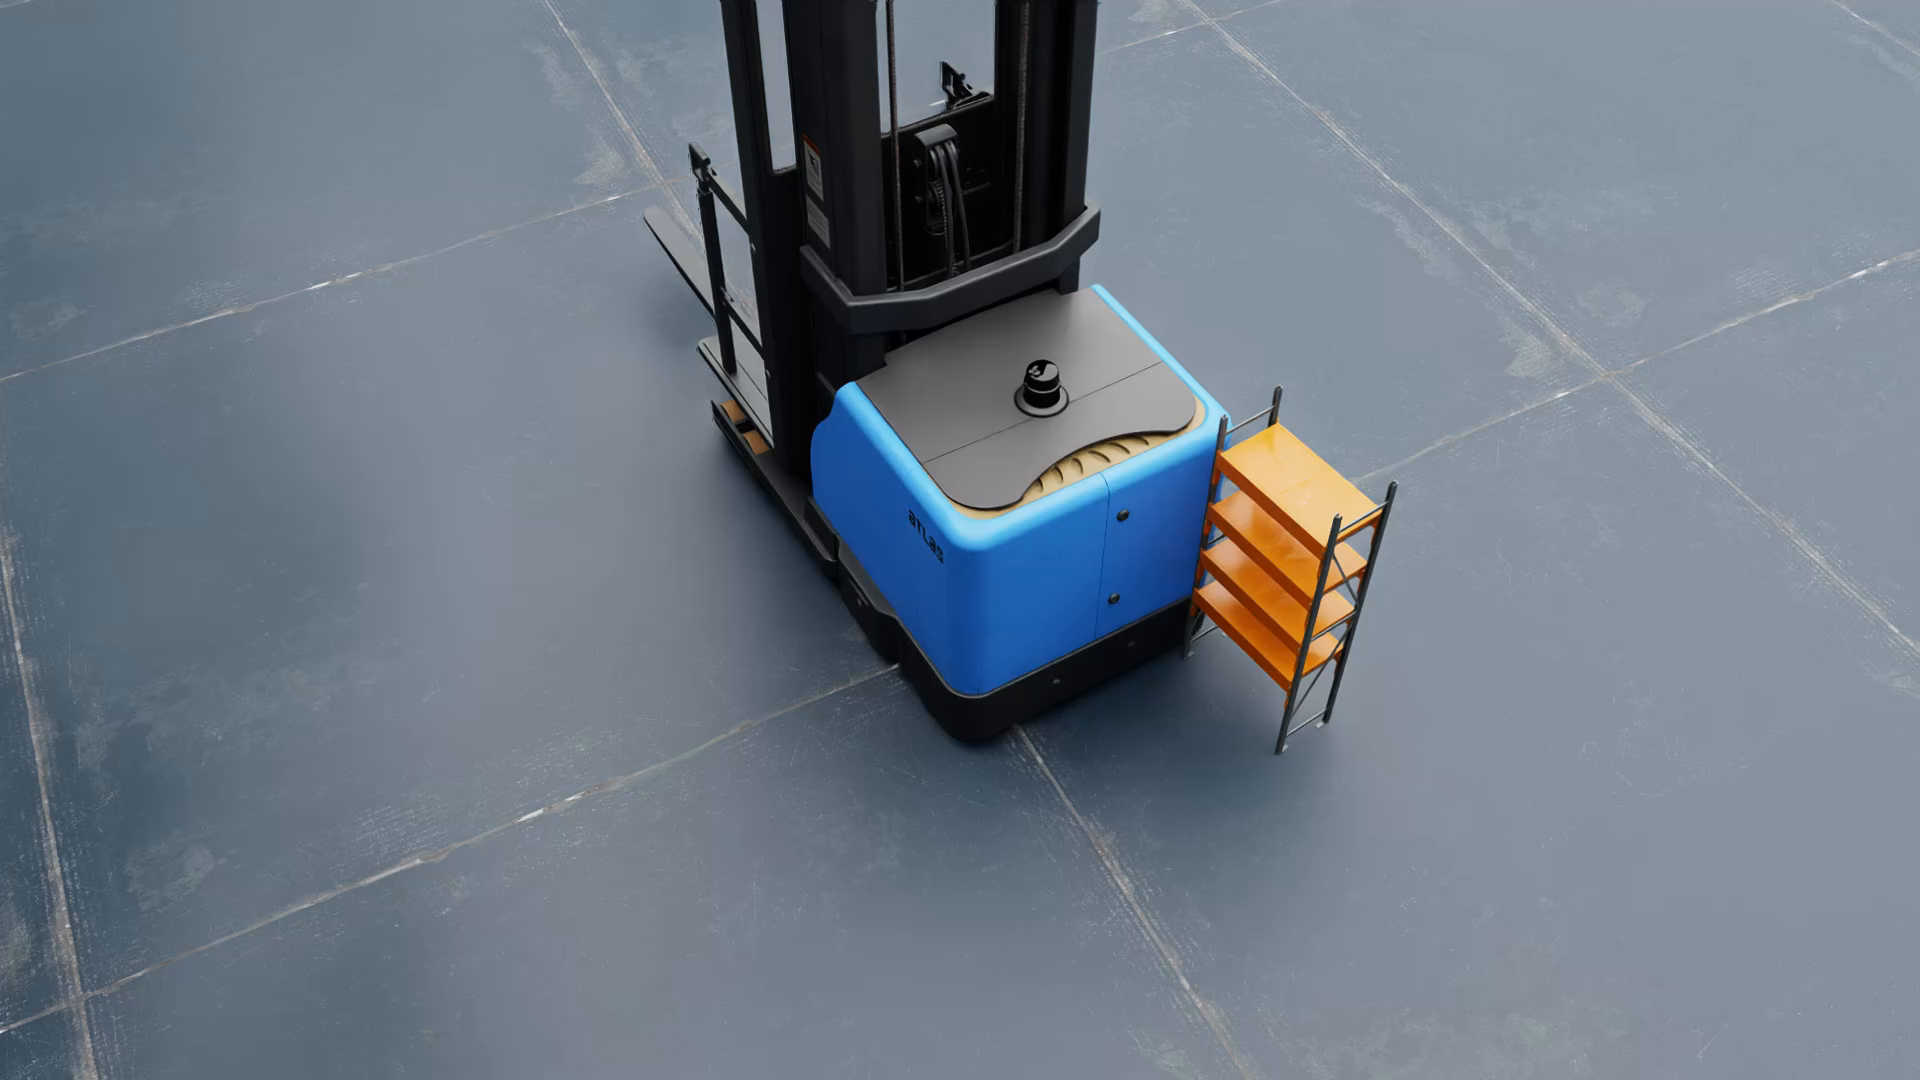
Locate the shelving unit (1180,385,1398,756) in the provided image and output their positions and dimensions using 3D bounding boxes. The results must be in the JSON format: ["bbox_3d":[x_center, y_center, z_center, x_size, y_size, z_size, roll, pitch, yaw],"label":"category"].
[{"bbox_3d":[1.023,0.127,5.341,0.258,1.200,0.503,-28,54,-22],"label":"shelving unit"}]

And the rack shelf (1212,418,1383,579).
[{"bbox_3d":[1.023,-0.131,5.046,0.258,0.148,0.480,-28,54,-22],"label":"rack shelf"}]

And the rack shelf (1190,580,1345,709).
[{"bbox_3d":[1.023,0.302,5.542,0.258,0.148,0.480,-28,54,-22],"label":"rack shelf"}]

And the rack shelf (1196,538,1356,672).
[{"bbox_3d":[1.023,0.172,5.392,0.258,0.148,0.480,-28,54,-22],"label":"rack shelf"}]

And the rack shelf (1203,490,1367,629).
[{"bbox_3d":[1.023,0.024,5.224,0.258,0.148,0.480,-28,54,-22],"label":"rack shelf"}]

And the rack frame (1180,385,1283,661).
[{"bbox_3d":[0.882,-0.023,5.473,0.240,1.200,0.015,-28,54,-22],"label":"rack frame"}]

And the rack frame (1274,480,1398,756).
[{"bbox_3d":[1.164,0.277,5.210,0.240,1.200,0.015,-28,54,-22],"label":"rack frame"}]

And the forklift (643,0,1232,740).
[{"bbox_3d":[-0.316,-1.398,5.526,1.130,2.935,3.031,-24,53,-20],"label":"forklift"}]
